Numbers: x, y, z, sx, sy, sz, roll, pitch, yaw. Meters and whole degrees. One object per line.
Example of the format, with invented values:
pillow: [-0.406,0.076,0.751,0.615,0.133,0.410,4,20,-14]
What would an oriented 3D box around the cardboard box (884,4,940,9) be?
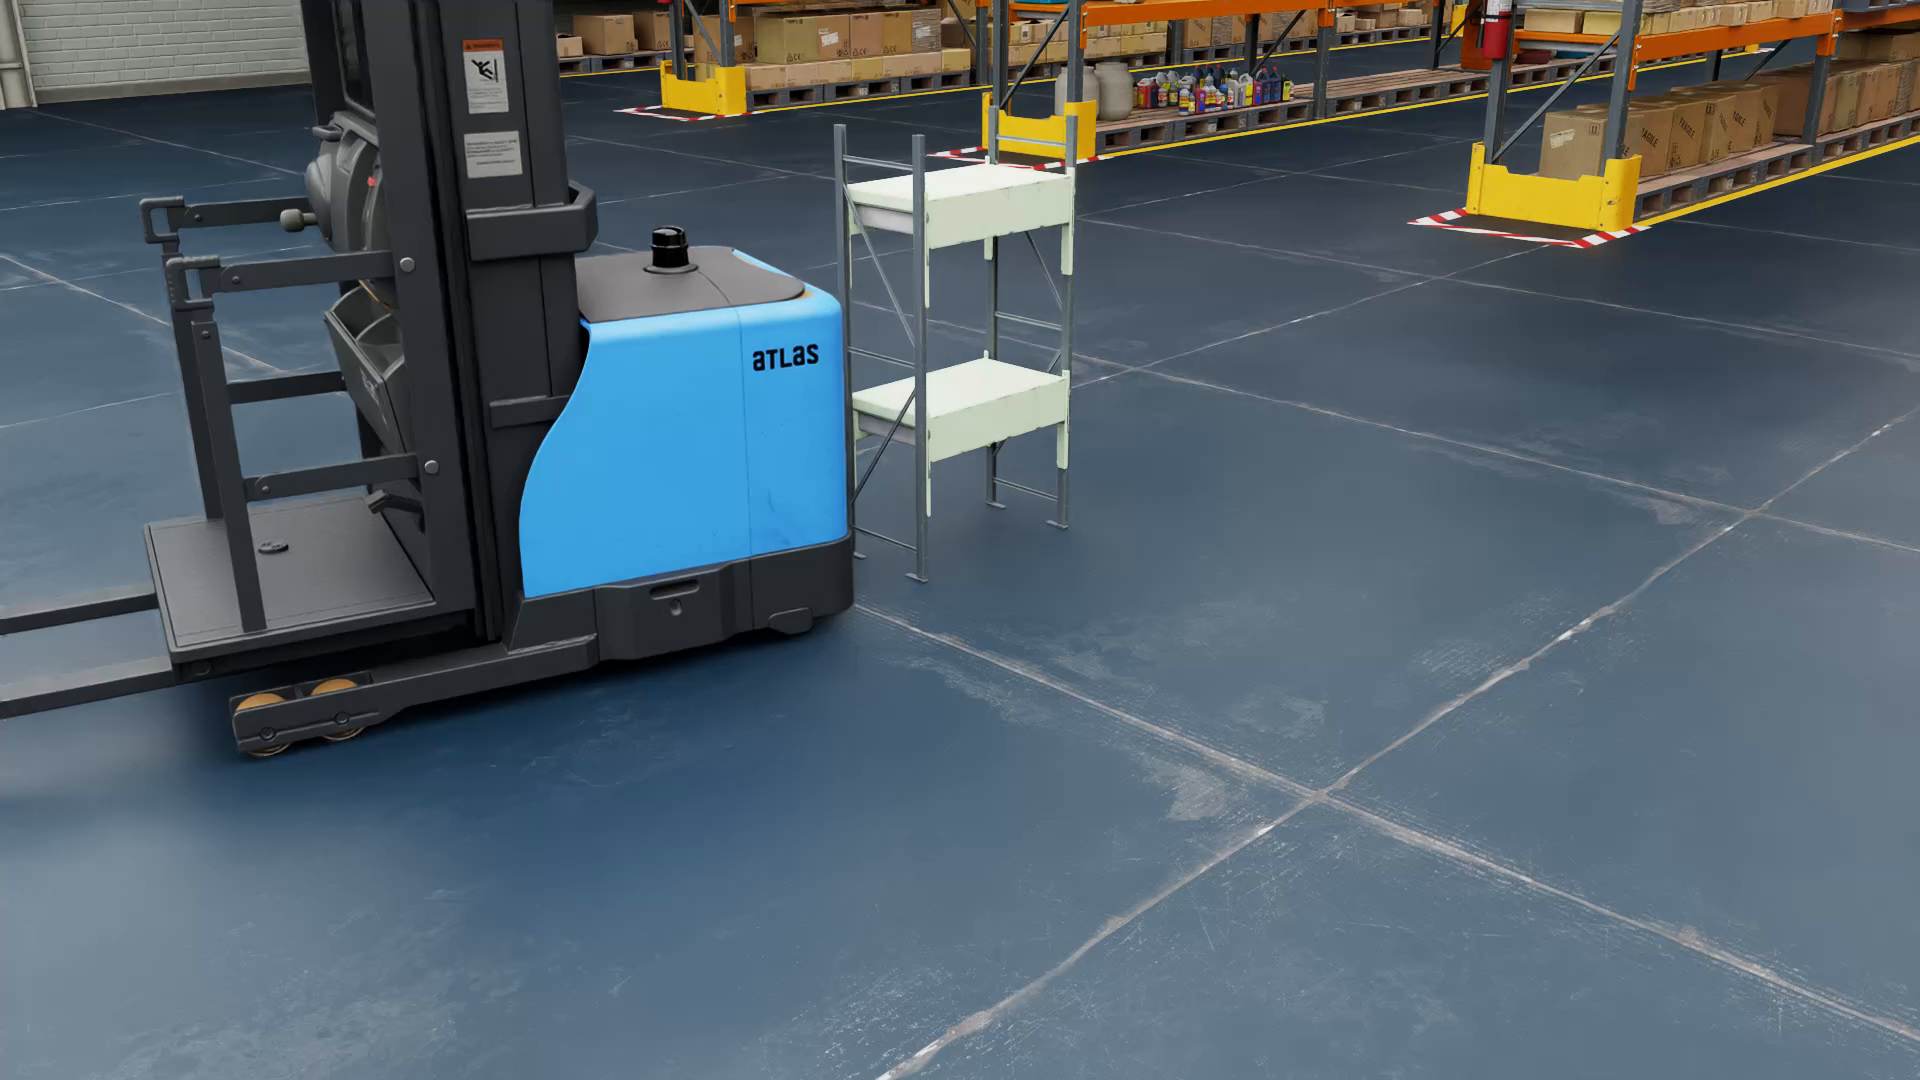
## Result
cardboard box: [-0.602,-6.465,20.916,0.500,0.500,0.500,19,28,41]

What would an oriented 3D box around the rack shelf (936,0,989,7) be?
rack shelf: [1.341,-7.422,22.205,1.077,0.370,4.000,19,28,41]

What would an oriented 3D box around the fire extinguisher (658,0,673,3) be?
fire extinguisher: [-3.260,-6.265,18.301,0.296,0.674,0.183,19,28,41]

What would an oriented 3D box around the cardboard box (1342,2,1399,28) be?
cardboard box: [6.834,-8.824,27.718,0.797,0.503,0.637,19,28,41]

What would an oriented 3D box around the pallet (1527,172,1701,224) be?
pallet: [4.896,-2.653,12.682,1.003,0.211,1.213,19,28,41]

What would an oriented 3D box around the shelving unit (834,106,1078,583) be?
shelving unit: [-0.005,-0.698,5.801,0.431,1.500,0.755,19,28,41]

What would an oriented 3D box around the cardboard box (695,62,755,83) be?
cardboard box: [-2.682,-5.339,19.033,0.500,0.250,0.500,19,28,41]

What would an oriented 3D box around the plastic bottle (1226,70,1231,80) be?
plastic bottle: [2.827,-4.851,17.688,0.061,0.283,0.133,19,28,41]

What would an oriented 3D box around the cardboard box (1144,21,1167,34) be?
cardboard box: [2.548,-7.250,23.220,0.500,0.311,0.500,-19,28,-41]

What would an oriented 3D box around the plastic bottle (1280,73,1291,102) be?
plastic bottle: [3.393,-4.734,17.383,0.133,0.283,0.061,-18,28,-39]

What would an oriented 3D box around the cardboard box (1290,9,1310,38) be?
cardboard box: [5.037,-8.015,25.617,0.500,0.500,0.500,19,28,41]

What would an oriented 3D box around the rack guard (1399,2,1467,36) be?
rack guard: [8.264,-9.142,29.162,1.175,0.500,0.348,19,28,41]

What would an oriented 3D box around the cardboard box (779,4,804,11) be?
cardboard box: [-2.780,-7.859,25.213,0.700,0.500,0.500,19,28,40]

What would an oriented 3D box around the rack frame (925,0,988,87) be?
rack frame: [-0.054,-7.243,20.739,1.000,3.000,0.127,19,28,41]

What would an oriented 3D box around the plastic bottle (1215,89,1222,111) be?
plastic bottle: [2.568,-4.401,16.631,0.097,0.201,0.097,0,21,0]

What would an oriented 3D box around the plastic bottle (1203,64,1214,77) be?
plastic bottle: [2.632,-4.868,17.637,0.185,0.351,0.144,-19,28,-41]

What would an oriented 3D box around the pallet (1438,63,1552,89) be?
pallet: [6.803,-5.942,21.241,1.003,0.211,1.213,19,28,41]

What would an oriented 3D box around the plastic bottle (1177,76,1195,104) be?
plastic bottle: [2.327,-4.645,17.161,0.152,0.276,0.135,19,28,41]

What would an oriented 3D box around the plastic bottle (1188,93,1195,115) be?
plastic bottle: [2.262,-4.288,16.338,0.097,0.201,0.097,0,21,0]

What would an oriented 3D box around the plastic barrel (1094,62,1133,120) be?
plastic barrel: [1.456,-4.326,16.032,0.421,0.512,0.421,0,21,0]

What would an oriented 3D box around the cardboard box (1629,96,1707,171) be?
cardboard box: [5.541,-3.239,13.219,0.500,0.500,0.500,-17,27,-37]

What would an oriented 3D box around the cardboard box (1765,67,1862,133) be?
cardboard box: [7.831,-4.072,15.358,0.700,0.500,0.500,19,28,40]

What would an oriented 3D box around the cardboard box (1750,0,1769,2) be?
cardboard box: [6.032,-4.575,13.242,0.875,0.500,0.500,19,28,41]

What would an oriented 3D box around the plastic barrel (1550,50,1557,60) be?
plastic barrel: [7.730,-6.653,22.086,0.421,0.512,0.421,0,21,0]

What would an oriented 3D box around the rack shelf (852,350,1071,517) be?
rack shelf: [-0.005,-0.394,5.918,0.431,0.370,0.720,19,28,41]

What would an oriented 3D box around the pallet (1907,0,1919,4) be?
pallet: [8.480,-5.183,15.645,1.003,0.211,1.213,19,28,41]

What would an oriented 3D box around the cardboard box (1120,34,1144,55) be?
cardboard box: [2.187,-6.854,22.974,0.500,0.250,0.500,19,28,40]

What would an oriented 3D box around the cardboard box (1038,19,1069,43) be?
cardboard box: [1.126,-6.722,21.848,0.500,0.311,0.500,18,27,39]

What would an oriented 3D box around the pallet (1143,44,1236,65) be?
pallet: [3.284,-7.152,24.389,1.003,0.211,1.213,19,28,41]

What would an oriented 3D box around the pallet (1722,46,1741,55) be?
pallet: [11.261,-7.583,25.510,1.003,0.211,1.213,19,28,41]

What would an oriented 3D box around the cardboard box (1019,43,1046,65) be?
cardboard box: [0.763,-6.329,21.606,0.500,0.250,0.500,-19,28,-41]

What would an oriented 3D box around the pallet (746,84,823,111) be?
pallet: [-2.341,-5.121,19.102,1.003,0.211,1.213,19,28,41]

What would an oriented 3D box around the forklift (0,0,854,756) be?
forklift: [-1.887,-0.994,4.576,3.031,2.935,1.130,-11,24,-26]

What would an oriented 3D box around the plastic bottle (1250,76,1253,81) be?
plastic bottle: [2.992,-4.680,17.253,0.152,0.276,0.135,19,28,41]

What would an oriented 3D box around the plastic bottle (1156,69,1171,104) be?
plastic bottle: [2.074,-4.662,17.102,0.185,0.351,0.144,-19,28,-40]

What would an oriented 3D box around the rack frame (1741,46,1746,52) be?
rack frame: [11.864,-9.087,25.536,1.000,3.000,0.127,19,28,41]

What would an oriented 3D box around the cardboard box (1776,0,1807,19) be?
cardboard box: [6.609,-4.314,13.467,0.380,0.149,0.250,19,28,41]

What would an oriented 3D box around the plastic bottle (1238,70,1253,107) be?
plastic bottle: [2.891,-4.601,16.944,0.144,0.351,0.185,19,28,40]

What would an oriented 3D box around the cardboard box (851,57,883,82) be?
cardboard box: [-1.263,-5.595,19.697,0.500,0.250,0.500,19,28,41]

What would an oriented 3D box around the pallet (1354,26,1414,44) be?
pallet: [6.858,-8.489,27.868,1.003,0.211,1.213,19,28,41]

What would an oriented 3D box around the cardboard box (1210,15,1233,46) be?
cardboard box: [3.620,-7.492,24.255,0.500,0.500,0.500,18,27,39]

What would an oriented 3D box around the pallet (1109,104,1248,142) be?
pallet: [2.143,-4.224,16.769,1.003,0.211,1.213,19,28,41]

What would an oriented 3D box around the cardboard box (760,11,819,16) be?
cardboard box: [-1.996,-5.951,19.578,0.500,0.500,0.500,19,28,41]

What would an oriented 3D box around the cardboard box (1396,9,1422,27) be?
cardboard box: [7.430,-8.812,28.039,0.500,0.250,0.500,19,28,41]

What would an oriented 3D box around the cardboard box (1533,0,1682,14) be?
cardboard box: [4.654,-4.055,11.889,0.875,0.500,0.500,19,28,41]

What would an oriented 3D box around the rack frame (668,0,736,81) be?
rack frame: [-2.844,-6.215,18.063,1.000,3.000,0.127,19,28,41]

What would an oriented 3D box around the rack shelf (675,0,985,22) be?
rack shelf: [-1.449,-6.393,19.530,1.077,0.370,4.000,19,28,41]

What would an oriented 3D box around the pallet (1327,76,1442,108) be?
pallet: [4.864,-5.228,19.381,1.003,0.211,1.213,19,28,41]

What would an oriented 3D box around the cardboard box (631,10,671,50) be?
cardboard box: [-4.301,-7.244,23.611,0.500,0.500,0.500,17,27,37]

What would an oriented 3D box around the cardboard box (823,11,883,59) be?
cardboard box: [-1.263,-5.945,19.562,0.500,0.500,0.500,19,28,41]

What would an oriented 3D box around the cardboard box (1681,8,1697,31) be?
cardboard box: [5.153,-3.820,12.184,0.380,0.149,0.250,19,28,41]

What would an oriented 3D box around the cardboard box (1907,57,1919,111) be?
cardboard box: [9.379,-4.653,16.869,0.700,0.500,0.500,17,27,38]

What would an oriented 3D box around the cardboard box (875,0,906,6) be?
cardboard box: [-1.280,-8.351,26.491,0.500,0.500,0.700,-20,29,-41]

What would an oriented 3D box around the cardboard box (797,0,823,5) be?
cardboard box: [-2.439,-8.313,25.347,0.500,0.250,0.500,18,28,39]
